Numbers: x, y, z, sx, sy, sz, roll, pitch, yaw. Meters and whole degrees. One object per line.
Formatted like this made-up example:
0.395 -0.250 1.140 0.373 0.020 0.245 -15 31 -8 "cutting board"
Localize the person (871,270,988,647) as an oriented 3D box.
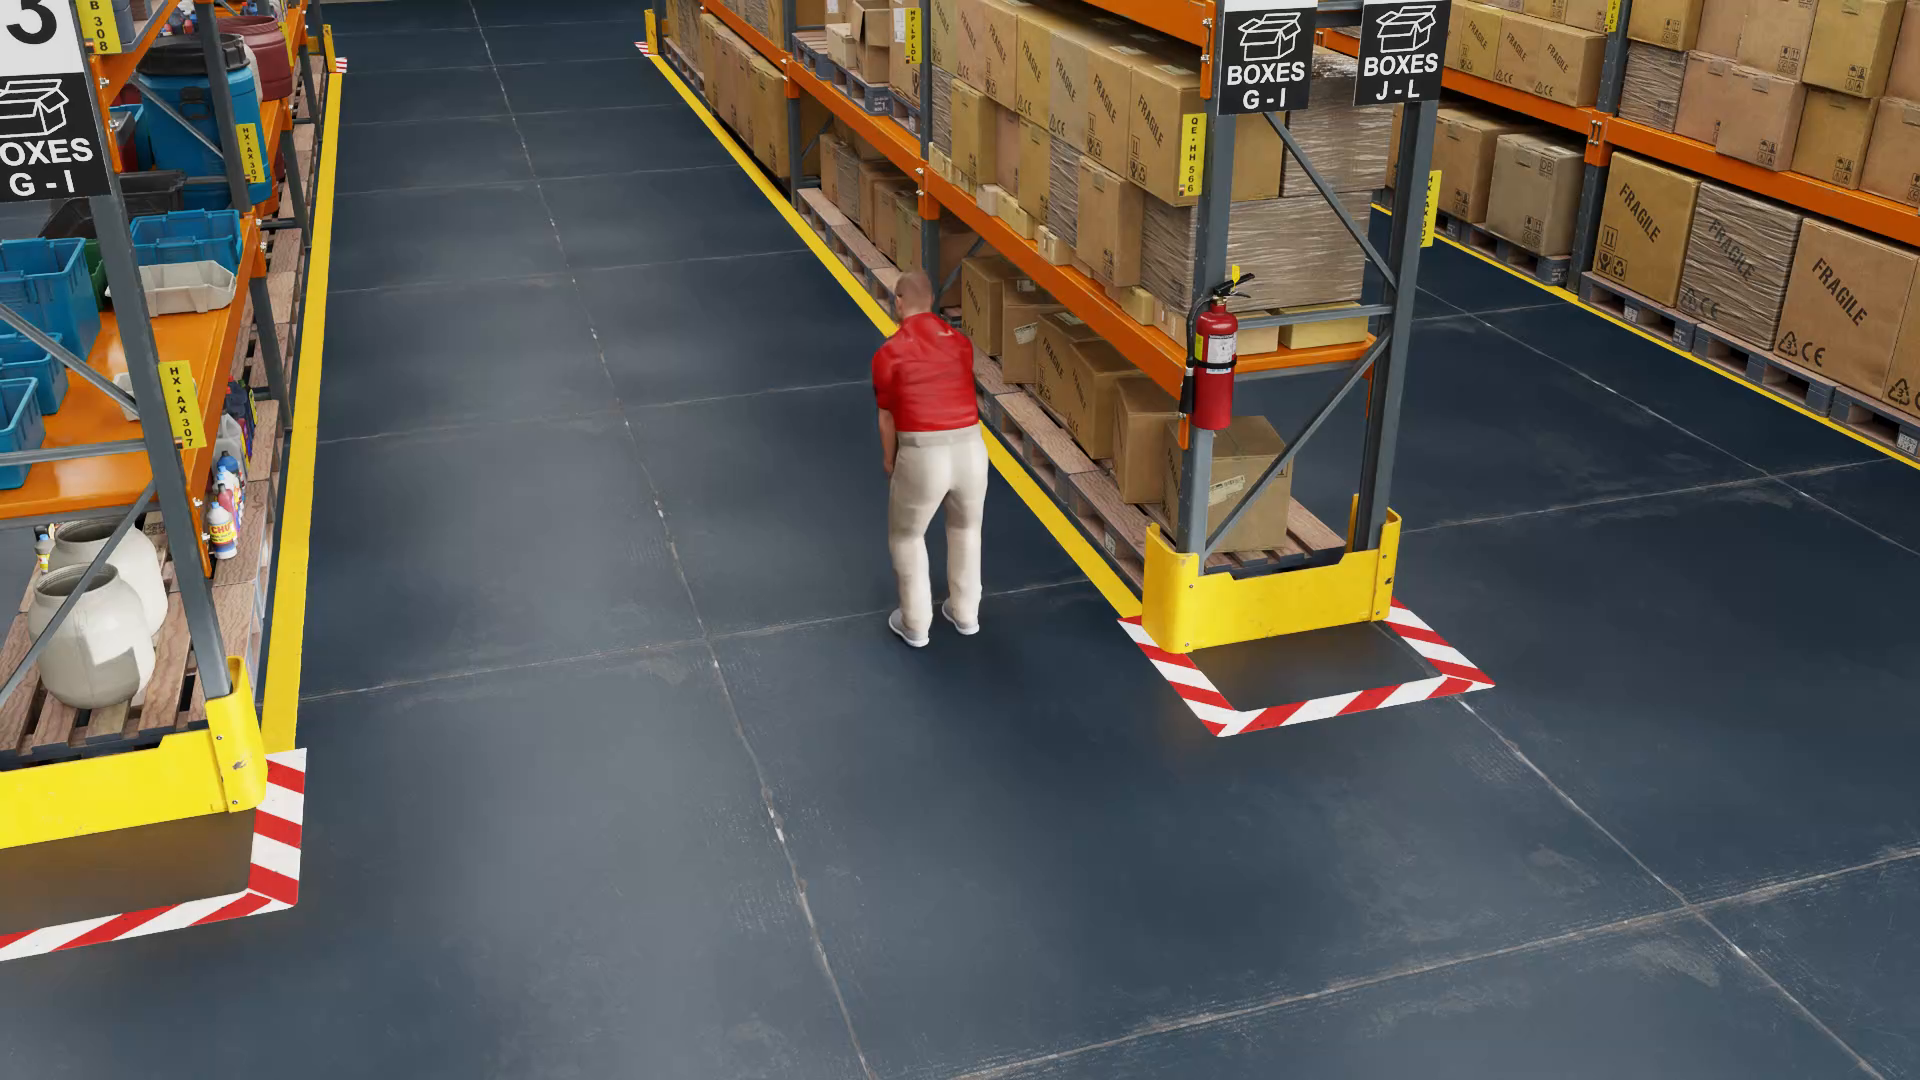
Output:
-0.139 -0.352 7.441 0.469 1.656 0.602 -9 27 -17 "person"
